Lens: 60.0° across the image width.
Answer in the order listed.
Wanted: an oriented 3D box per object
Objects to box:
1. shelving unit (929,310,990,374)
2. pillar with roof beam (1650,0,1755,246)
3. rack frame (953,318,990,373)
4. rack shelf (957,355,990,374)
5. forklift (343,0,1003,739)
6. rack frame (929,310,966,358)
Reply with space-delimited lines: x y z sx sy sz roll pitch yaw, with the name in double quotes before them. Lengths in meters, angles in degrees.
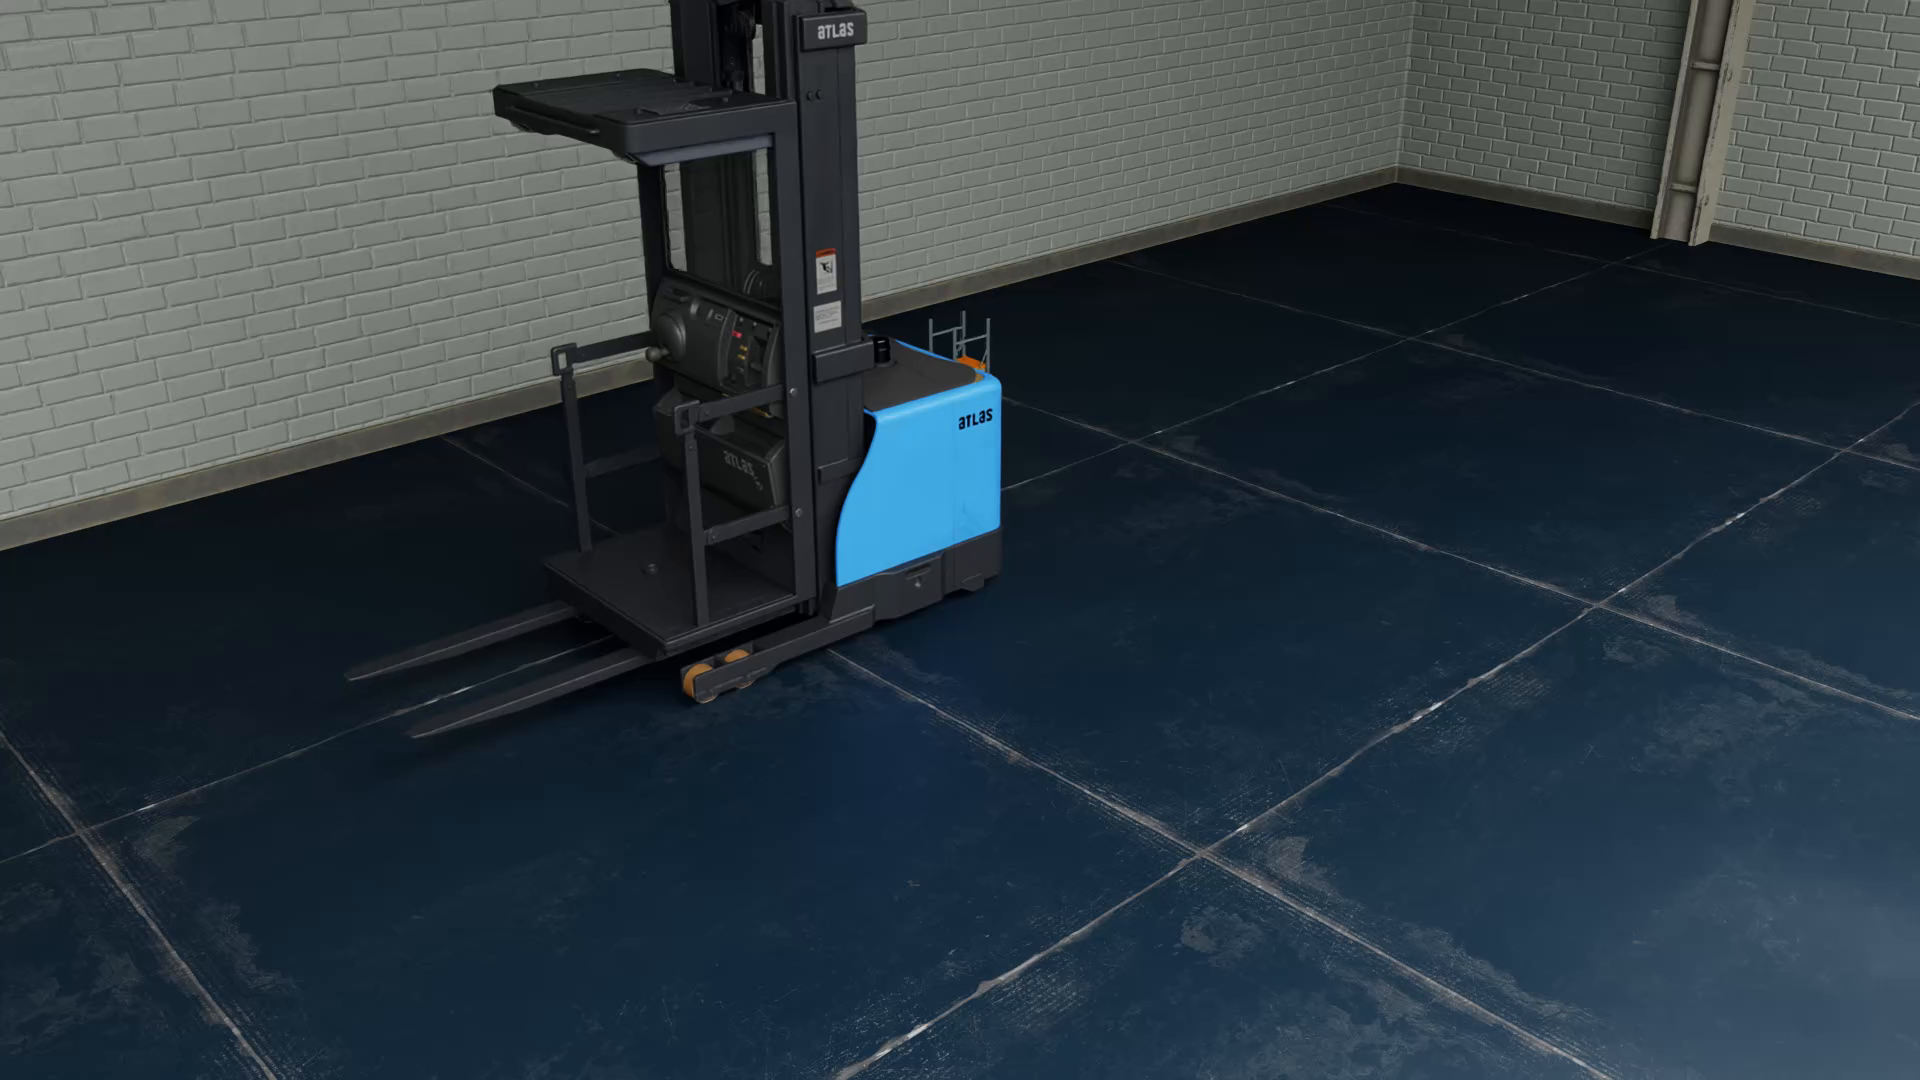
"shelving unit" -0.003 -0.552 8.515 0.258 1.200 0.189 -20 31 -37
"pillar with roof beam" 3.137 -5.501 9.967 9.100 9.000 0.400 -21 32 -38
"rack frame" 0.057 -0.524 8.452 0.240 1.200 0.006 -20 31 -37
"rack shelf" -0.003 -0.840 8.384 0.258 0.103 0.180 -20 31 -37
"forklift" -1.229 -0.873 7.132 3.031 2.935 1.130 -20 31 -37
"rack frame" -0.064 -0.581 8.577 0.240 1.200 0.006 -20 31 -37
